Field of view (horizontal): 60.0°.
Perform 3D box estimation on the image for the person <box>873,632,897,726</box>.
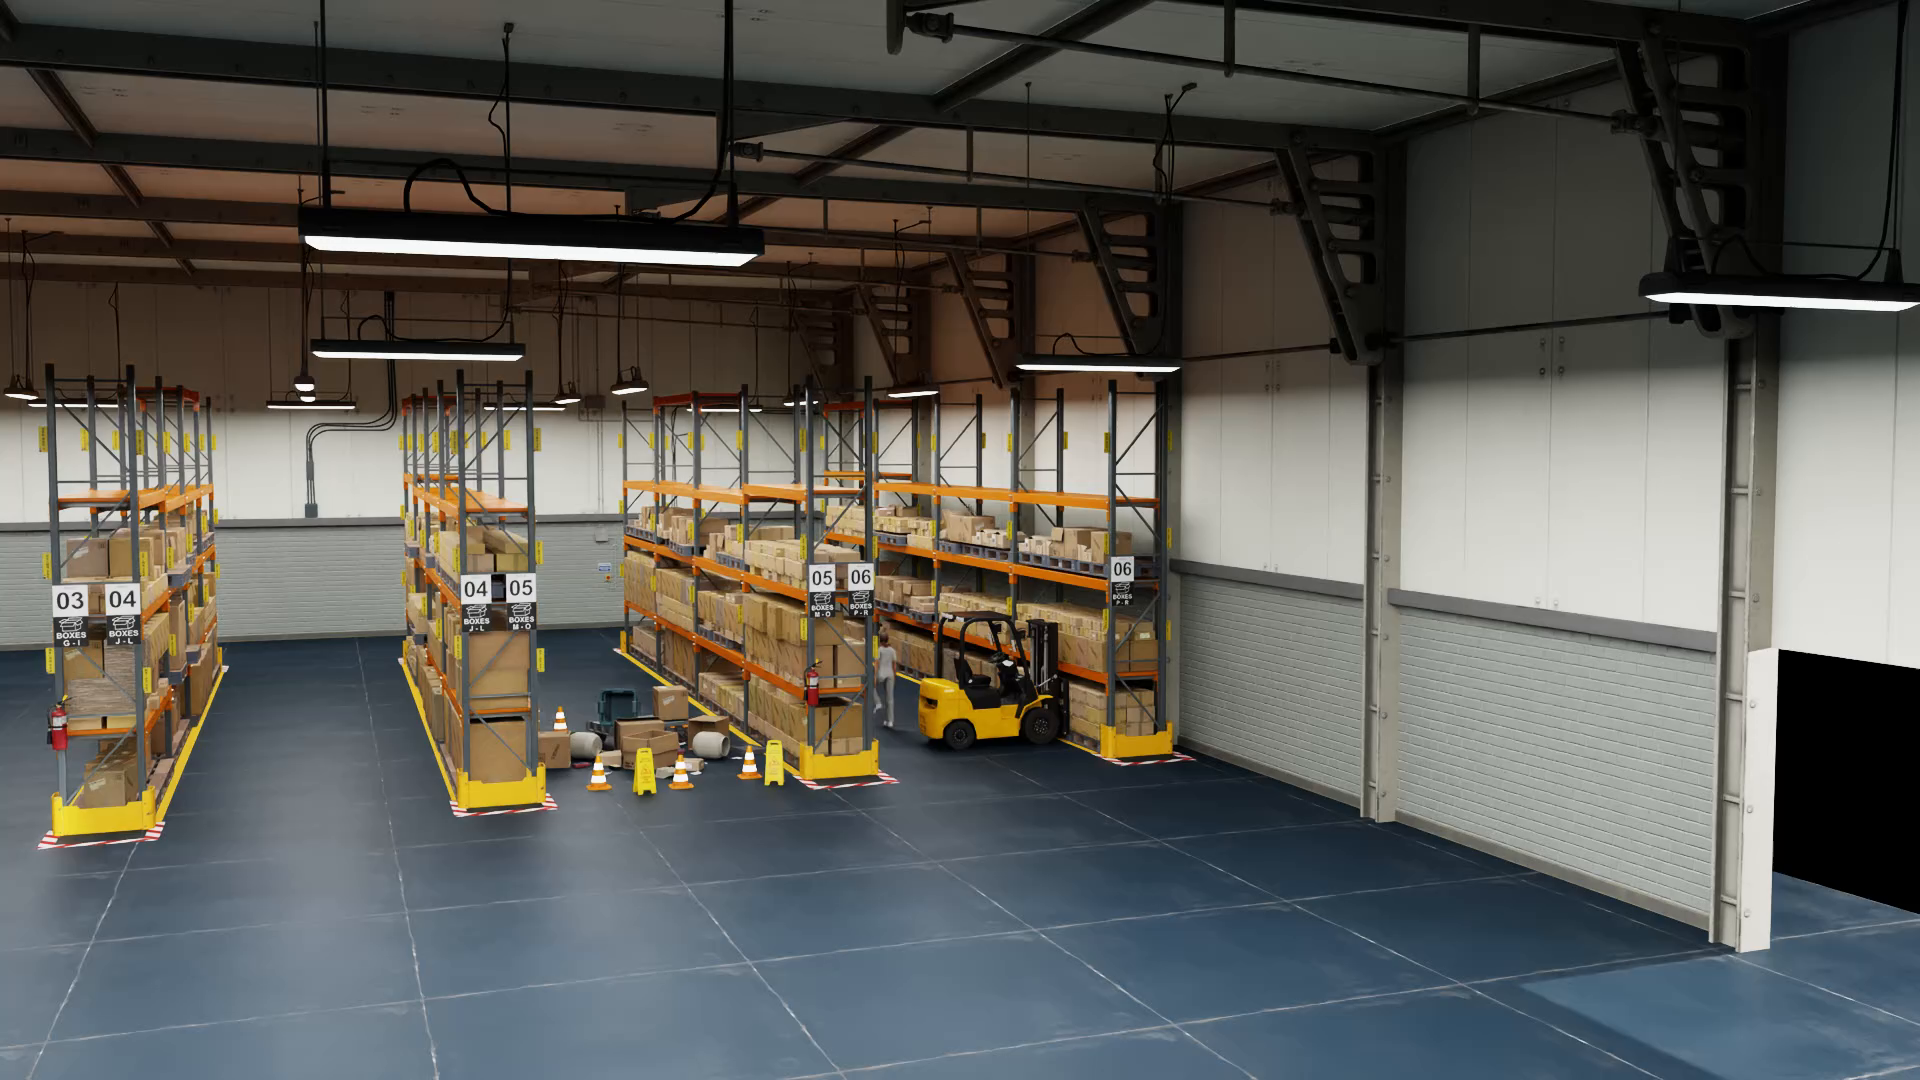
[{"bbox_3d":[-1.347,2.440,29.400,0.477,1.642,0.719,-2,4,-26],"label":"person"}]
